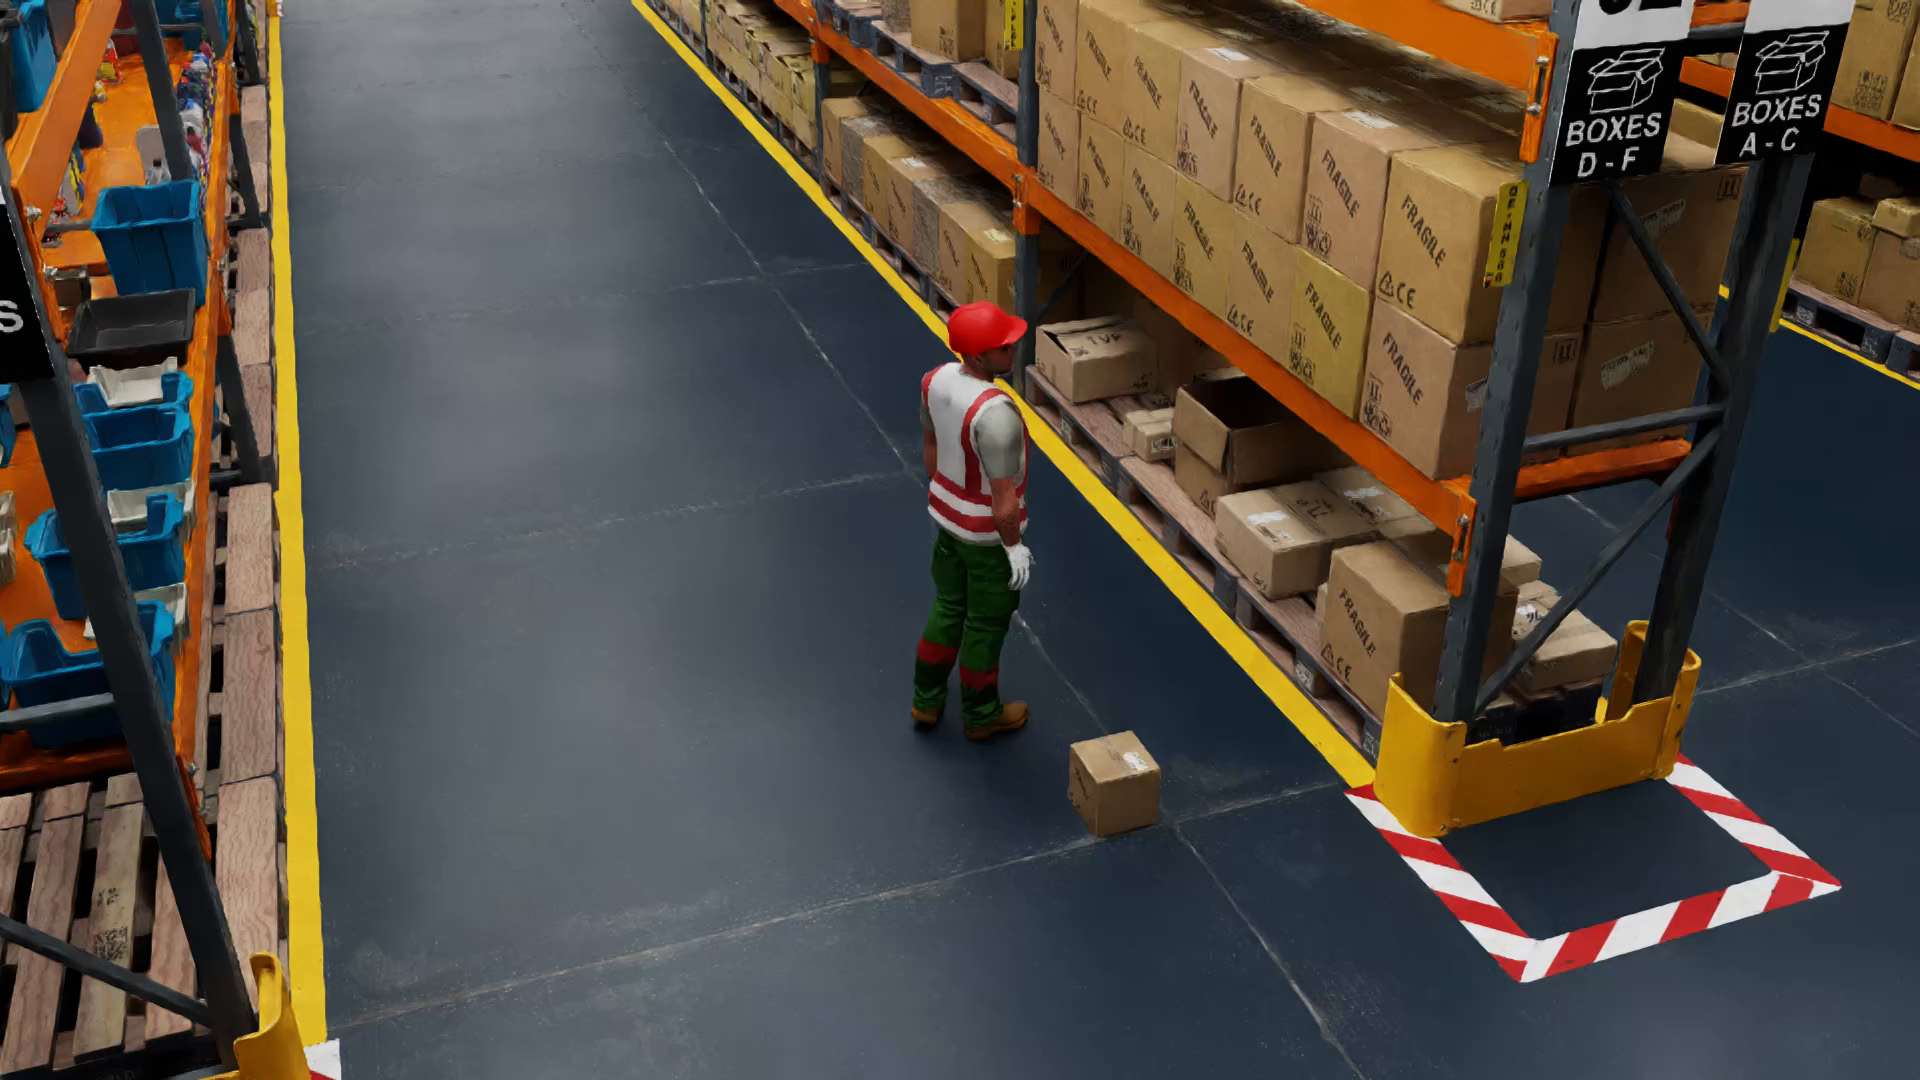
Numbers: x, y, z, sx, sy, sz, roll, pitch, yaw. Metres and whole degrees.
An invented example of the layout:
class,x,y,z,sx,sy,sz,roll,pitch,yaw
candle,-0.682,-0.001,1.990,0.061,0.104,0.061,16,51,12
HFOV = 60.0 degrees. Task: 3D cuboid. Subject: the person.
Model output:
class,x,y,z,sx,sy,sz,roll,pitch,yaw
person,0.053,-0.039,6.168,0.442,1.830,0.559,-18,34,-29
